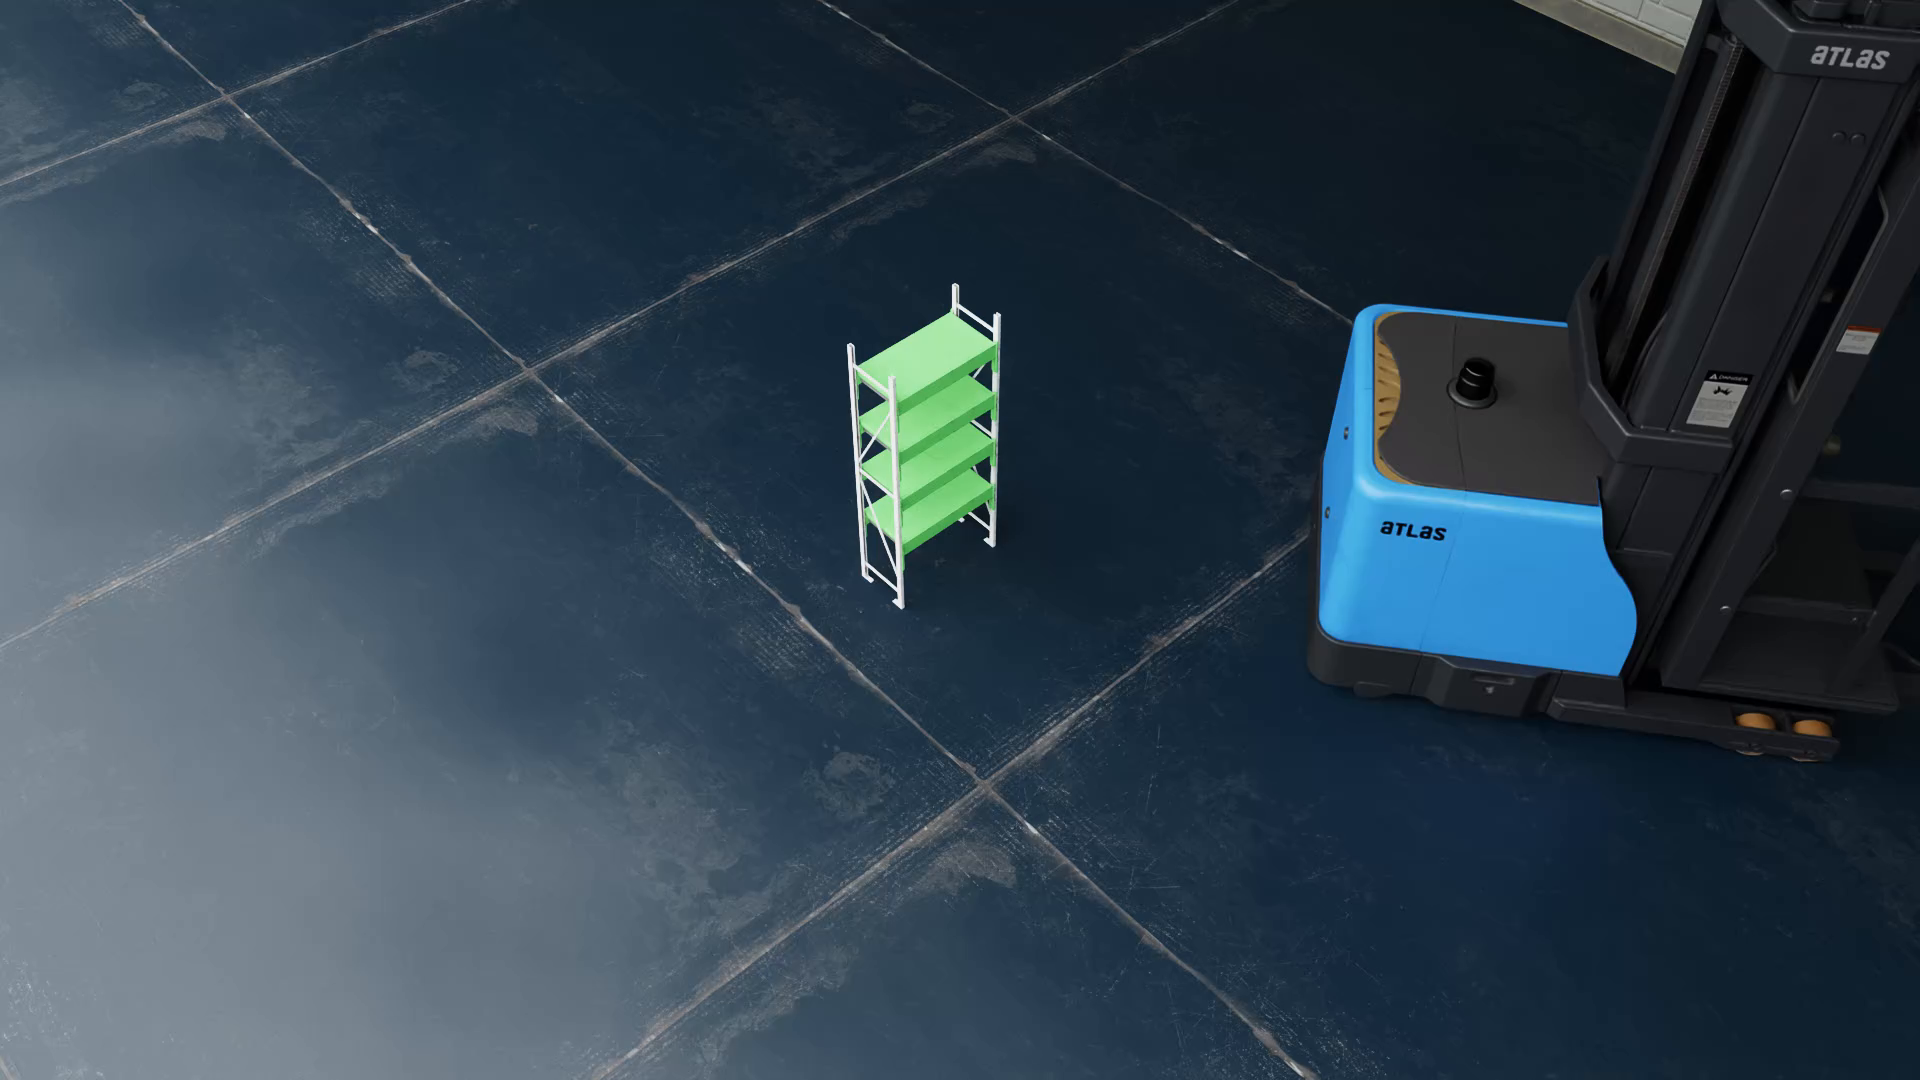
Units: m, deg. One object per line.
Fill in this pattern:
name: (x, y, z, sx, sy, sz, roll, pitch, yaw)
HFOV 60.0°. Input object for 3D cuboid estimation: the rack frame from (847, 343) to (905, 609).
rack frame: (-0.303, -0.204, 6.122, 0.015, 1.200, 0.240, -34, 56, -27)

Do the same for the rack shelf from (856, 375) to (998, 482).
rack shelf: (-0.122, -0.444, 6.104, 0.480, 0.148, 0.258, -34, 56, -27)

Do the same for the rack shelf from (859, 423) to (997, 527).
rack shelf: (-0.122, -0.282, 6.280, 0.480, 0.148, 0.258, -34, 56, -27)

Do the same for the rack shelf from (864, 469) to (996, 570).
rack shelf: (-0.122, -0.119, 6.457, 0.480, 0.148, 0.258, -34, 56, -27)

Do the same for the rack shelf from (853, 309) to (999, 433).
rack shelf: (-0.122, -0.607, 5.928, 0.480, 0.148, 0.258, -34, 56, -27)

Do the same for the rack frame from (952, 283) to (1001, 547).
rack frame: (0.058, -0.446, 6.345, 0.015, 1.200, 0.240, -34, 56, -27)

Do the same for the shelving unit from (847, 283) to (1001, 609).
shelving unit: (-0.122, -0.325, 6.234, 0.503, 1.200, 0.258, -34, 56, -27)

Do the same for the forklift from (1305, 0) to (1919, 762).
forklift: (2.859, -0.615, 5.323, 3.031, 2.935, 1.130, 7, 48, 6)
